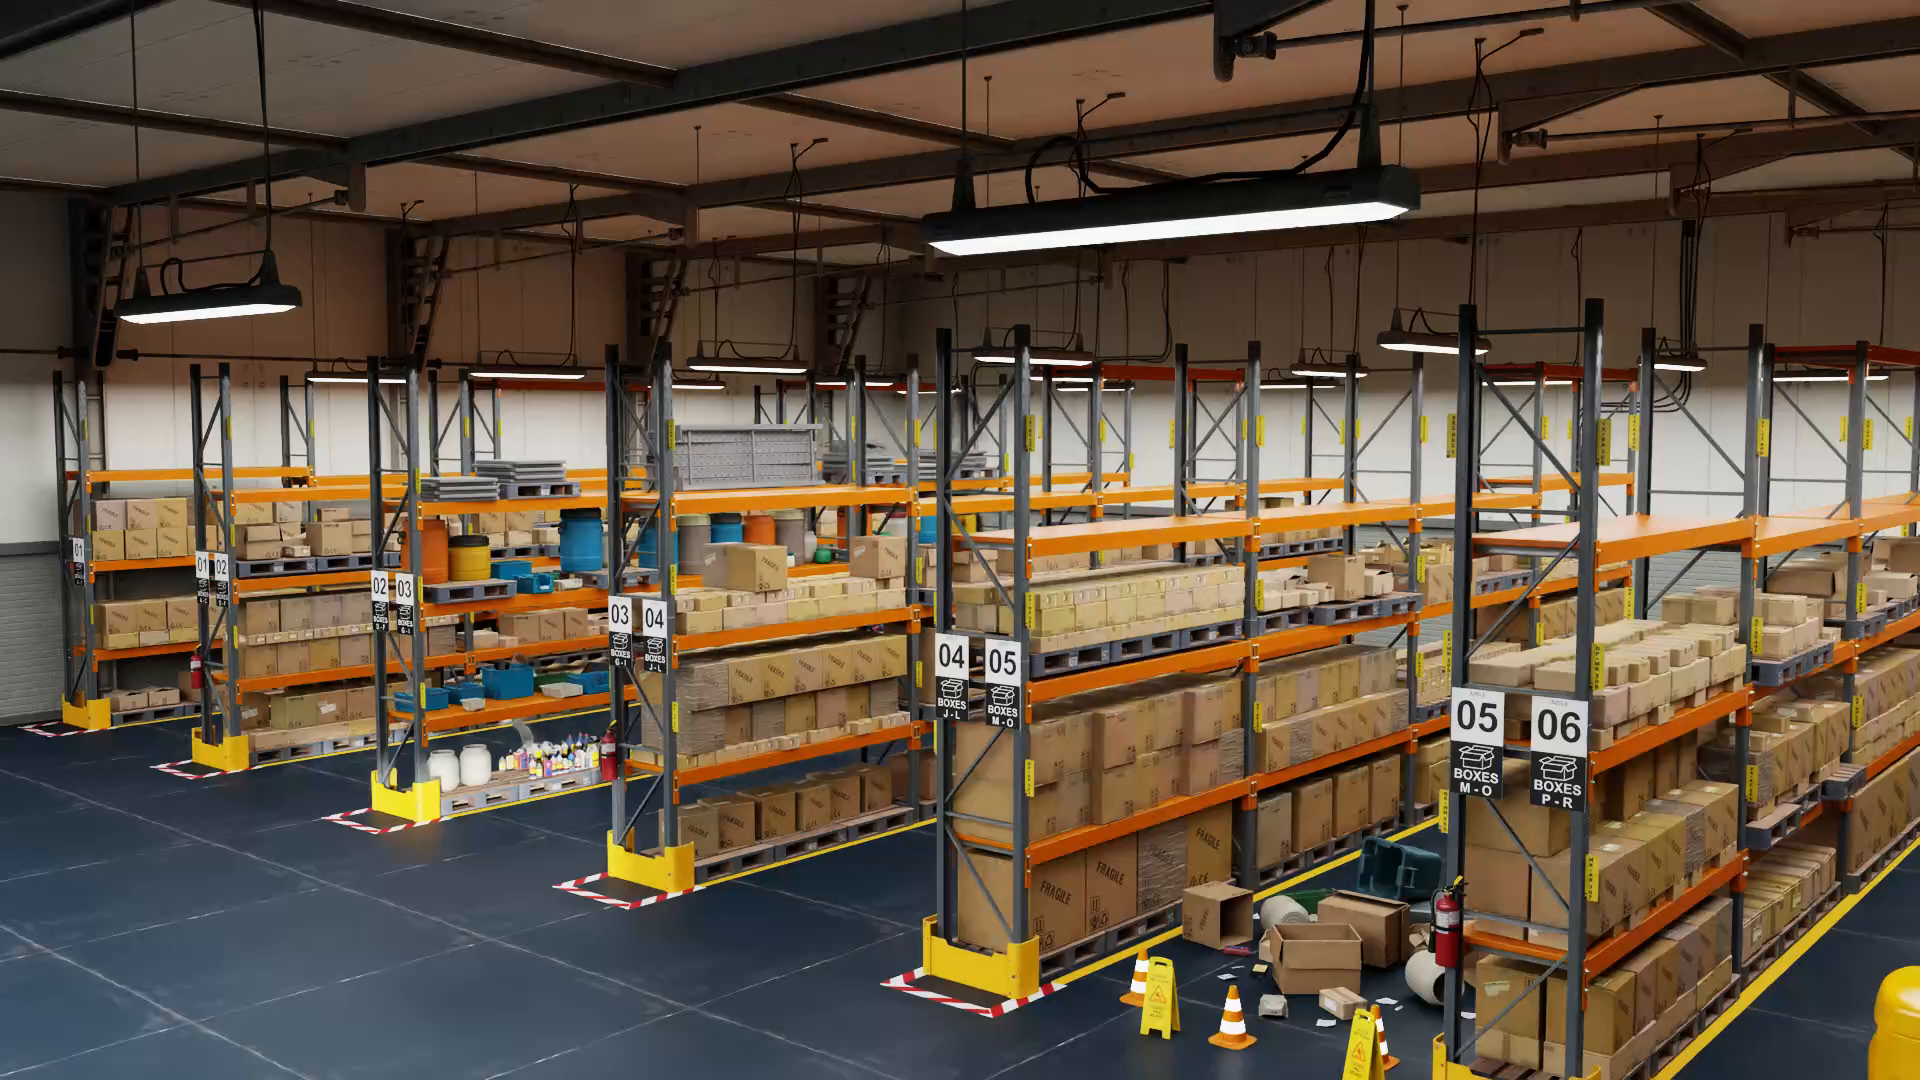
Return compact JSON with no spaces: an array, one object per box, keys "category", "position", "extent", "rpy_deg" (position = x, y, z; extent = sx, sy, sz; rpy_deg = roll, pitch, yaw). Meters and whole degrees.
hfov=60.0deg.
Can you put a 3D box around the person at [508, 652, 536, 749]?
[{"category":"person","position":[-6.844,2.515,25.770],"extent":[0.534,1.561,0.576],"rpy_deg":[2,4,23]}]

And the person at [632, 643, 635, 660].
[{"category":"person","position":[-6.620,1.914,33.001],"extent":[0.729,1.796,0.837],"rpy_deg":[3,5,35]}]
